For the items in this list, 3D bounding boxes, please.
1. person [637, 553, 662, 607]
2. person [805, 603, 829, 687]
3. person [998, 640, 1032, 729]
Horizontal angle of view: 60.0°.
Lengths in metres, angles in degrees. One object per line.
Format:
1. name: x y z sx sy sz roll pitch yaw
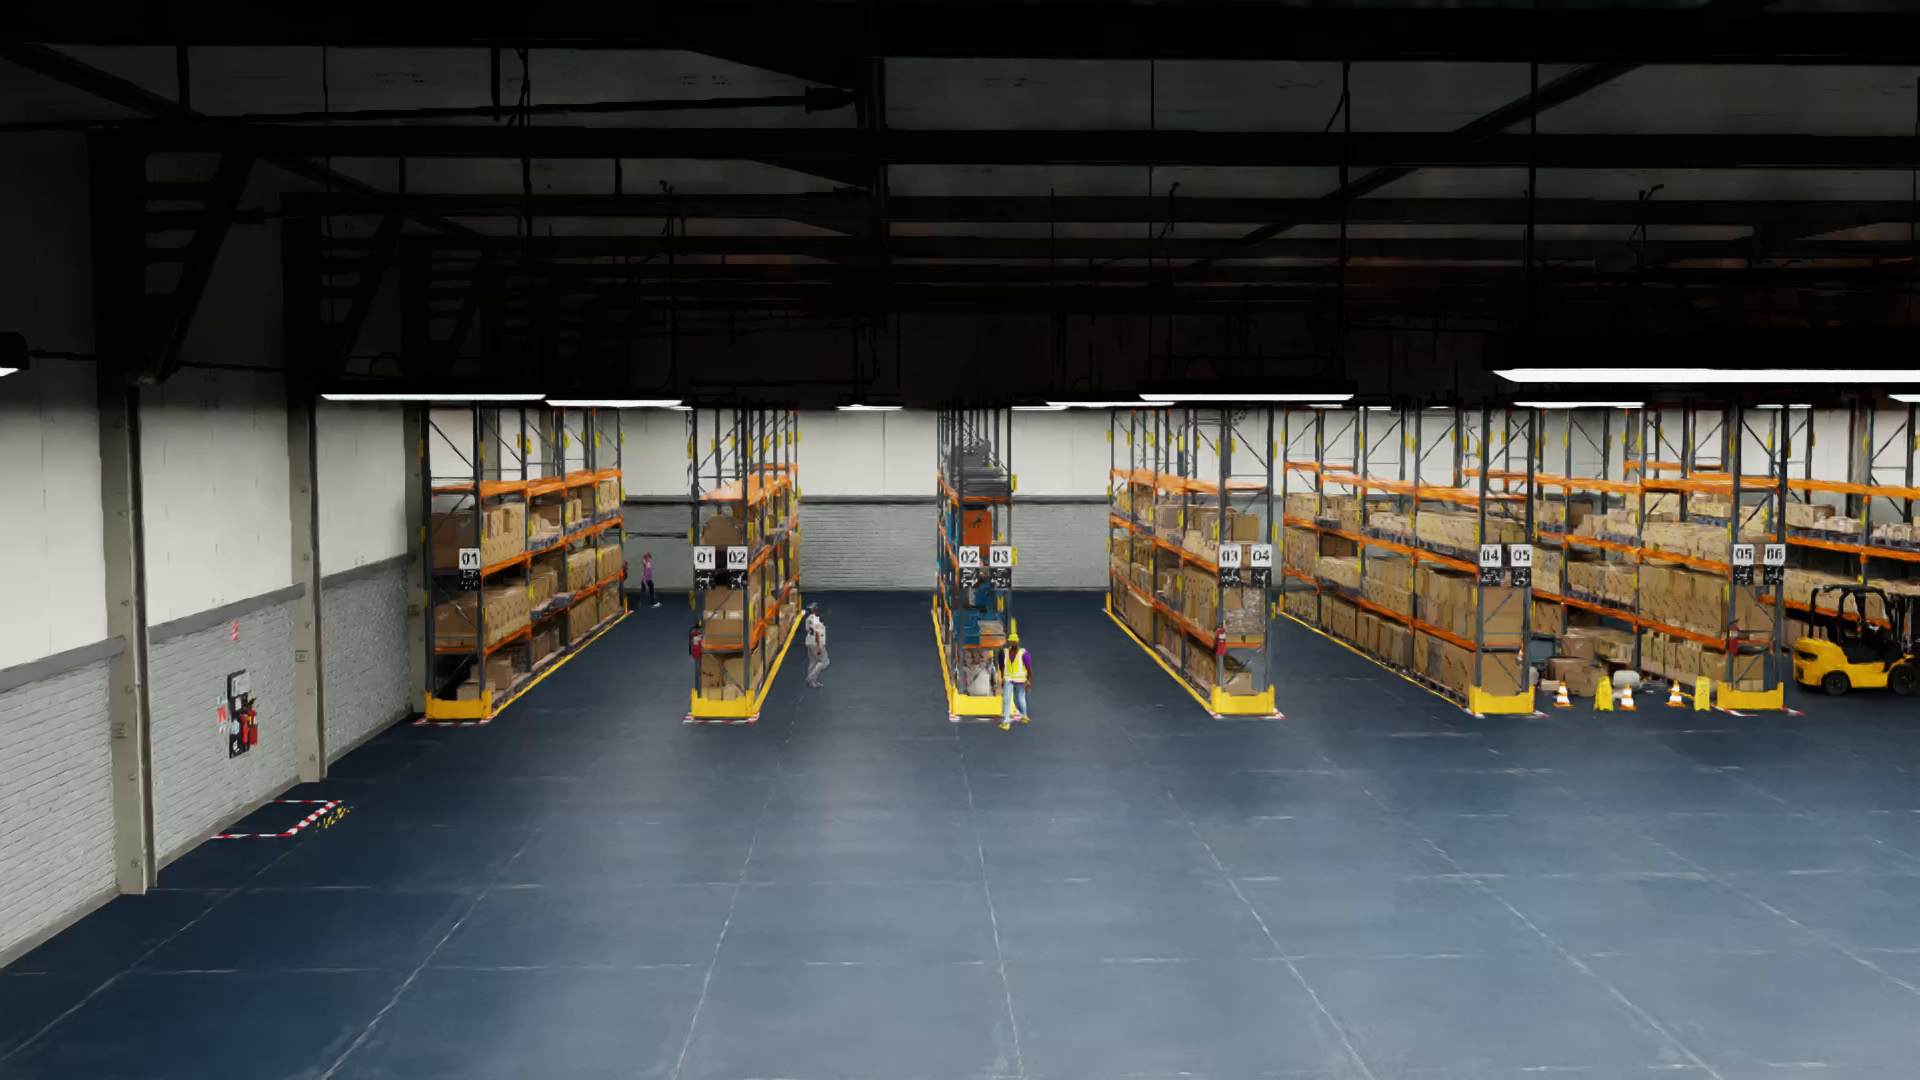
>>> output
1. person: -9.139 1.160 48.681 0.528 1.586 0.629 3 5 33
2. person: -3.015 2.186 34.442 0.467 1.755 0.578 -2 5 -29
3. person: 1.011 2.556 30.130 0.603 1.690 0.939 1 5 14
